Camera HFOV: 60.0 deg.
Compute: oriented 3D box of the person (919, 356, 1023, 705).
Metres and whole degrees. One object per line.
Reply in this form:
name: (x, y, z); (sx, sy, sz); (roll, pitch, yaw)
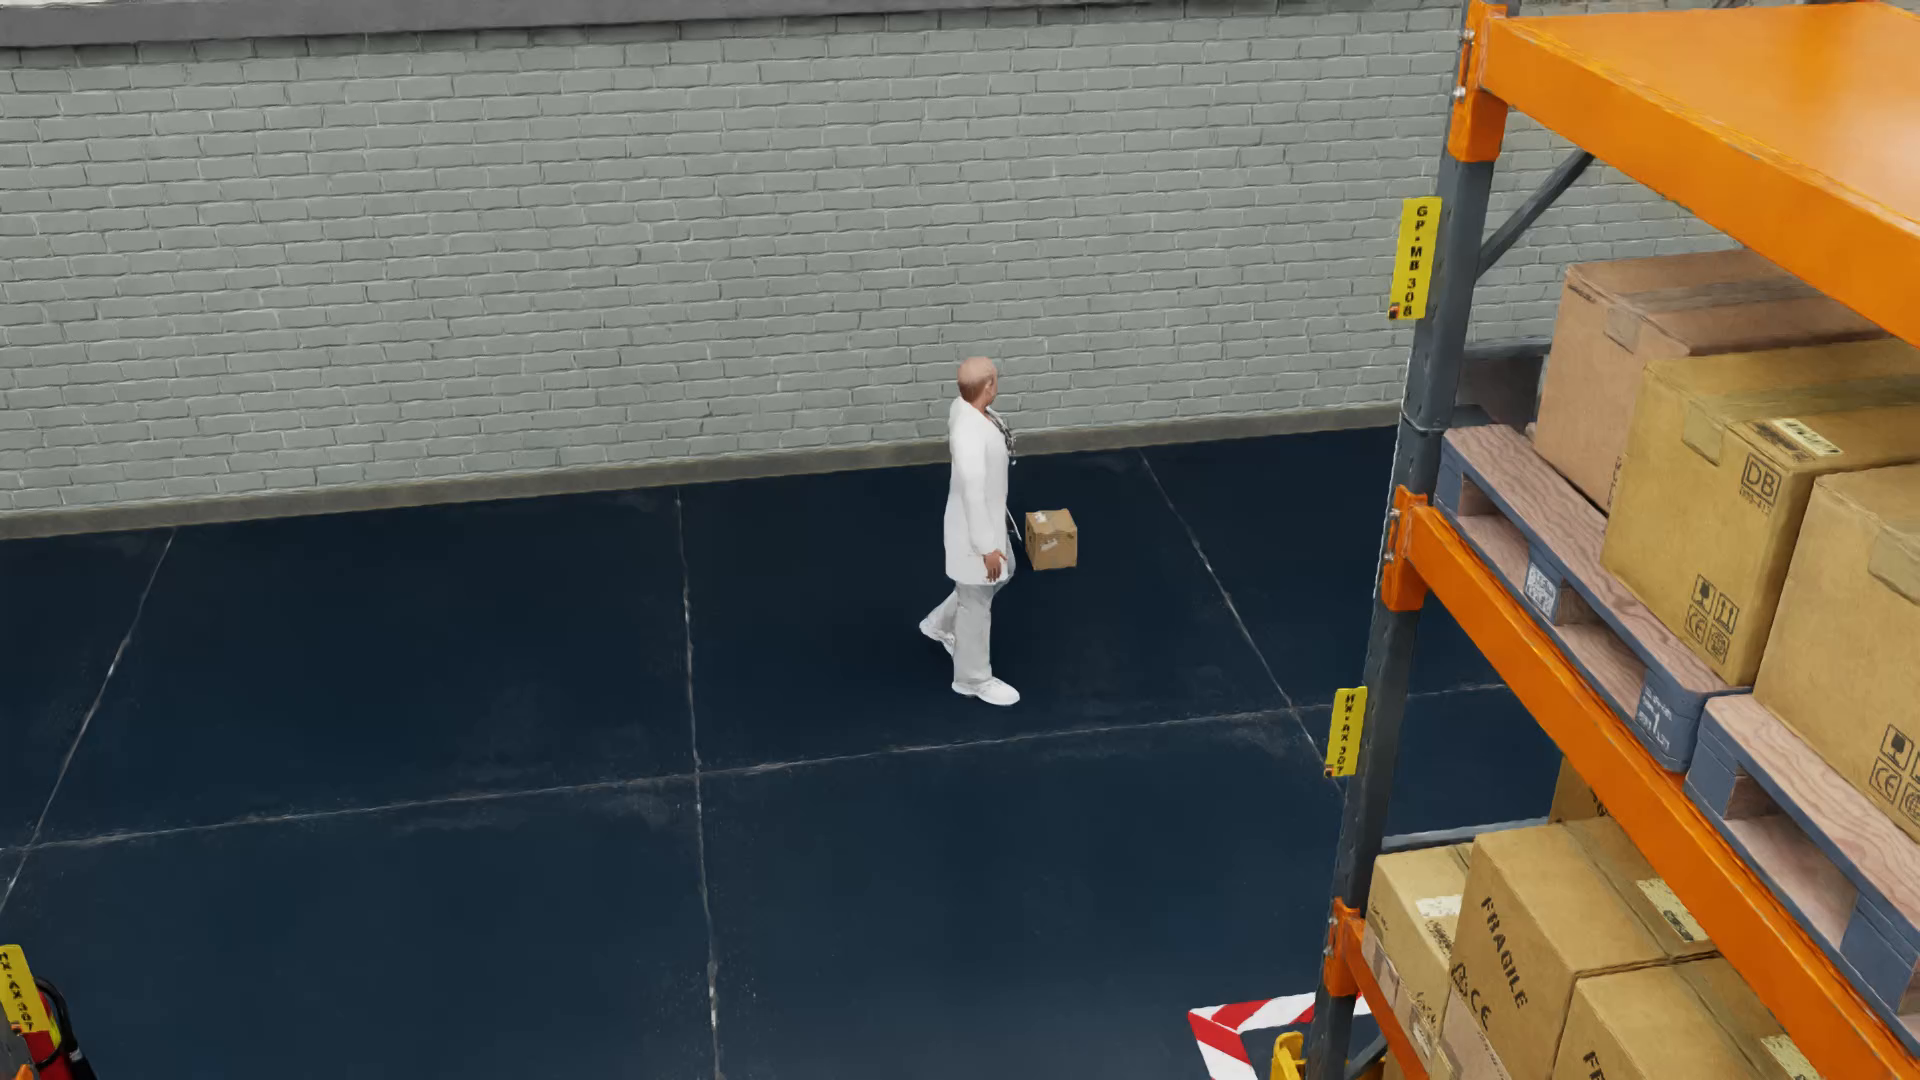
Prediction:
person: (0.049, -0.066, 8.237); (0.546, 1.780, 0.644); (2, 30, 3)
